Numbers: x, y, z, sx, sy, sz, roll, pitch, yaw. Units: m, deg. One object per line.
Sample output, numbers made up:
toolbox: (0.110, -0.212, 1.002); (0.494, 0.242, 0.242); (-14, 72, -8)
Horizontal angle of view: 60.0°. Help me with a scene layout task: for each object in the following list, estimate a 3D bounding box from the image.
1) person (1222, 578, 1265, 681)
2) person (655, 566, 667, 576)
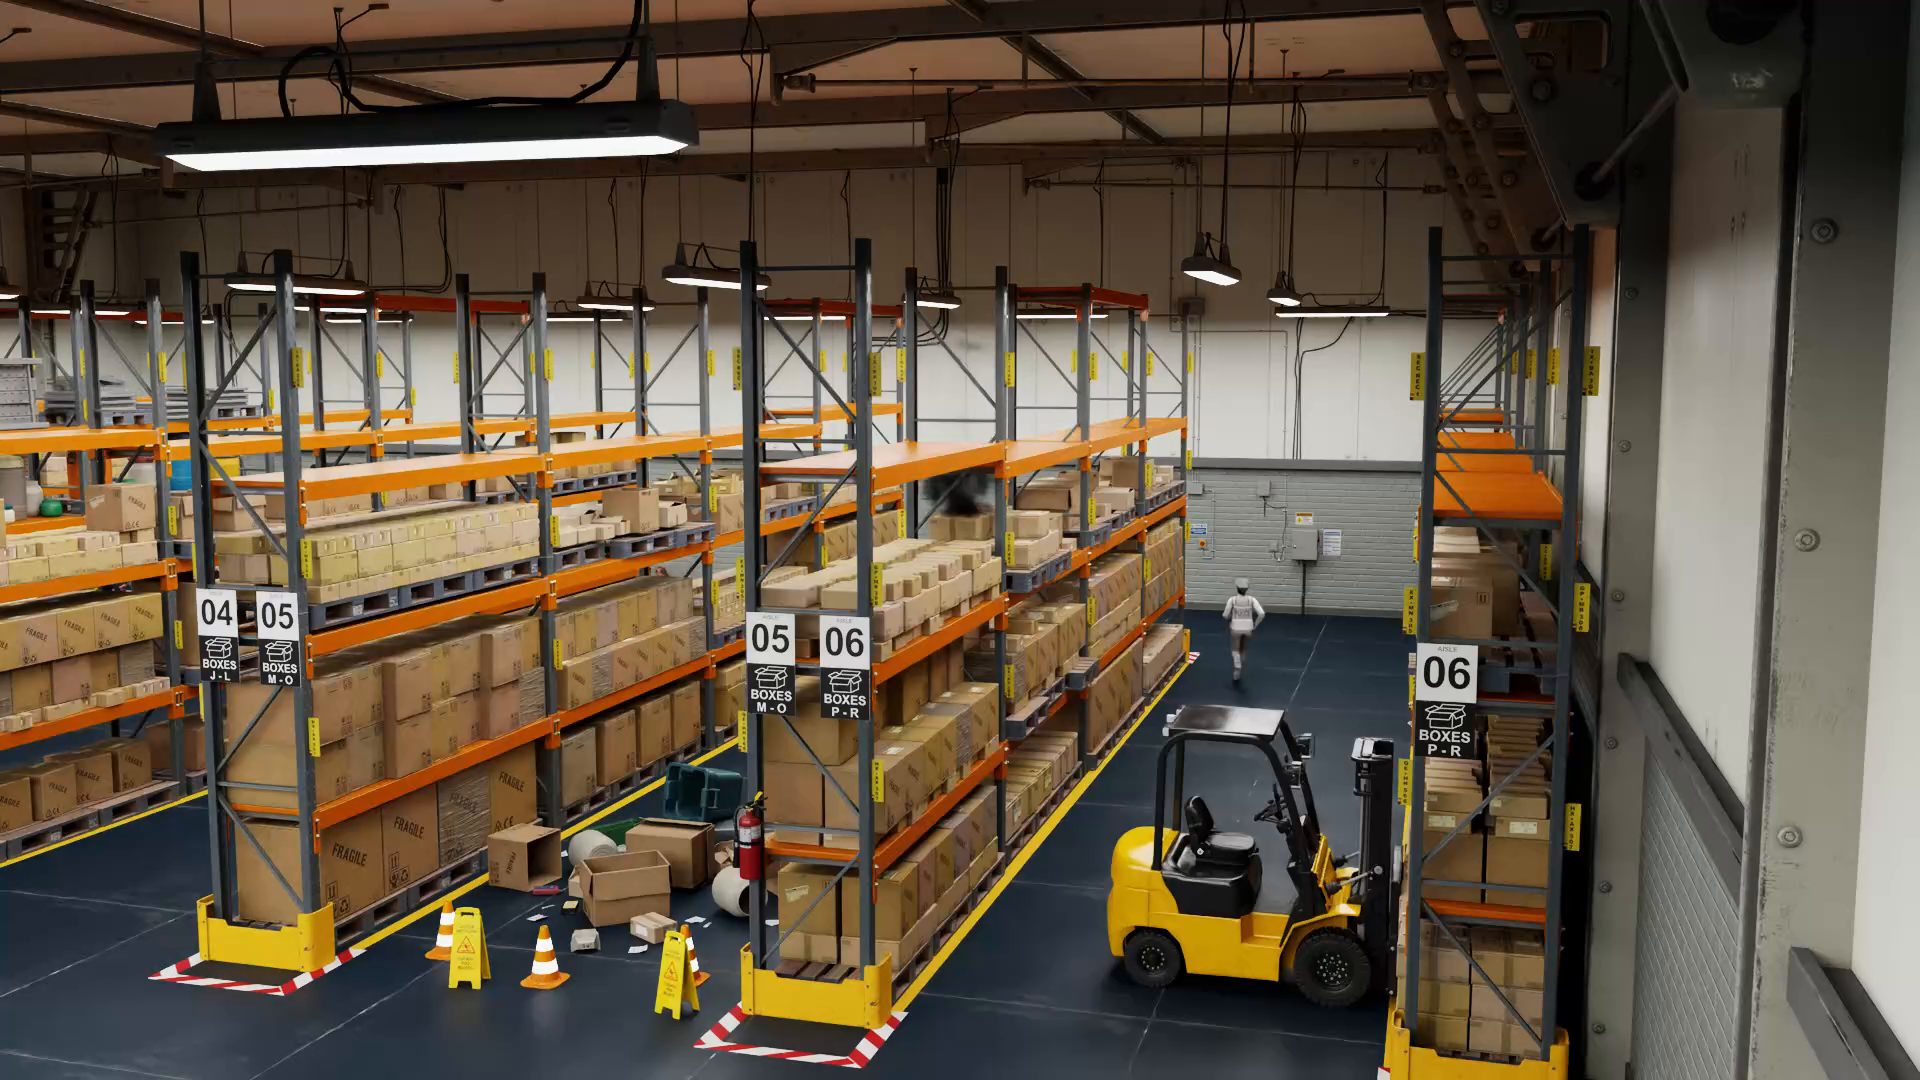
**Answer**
person: (4.444, 1.426, 26.134); (0.641, 1.651, 0.753); (0, 6, 1)
person: (-5.113, 1.222, 28.282); (0.513, 1.543, 0.591); (1, 6, 8)
